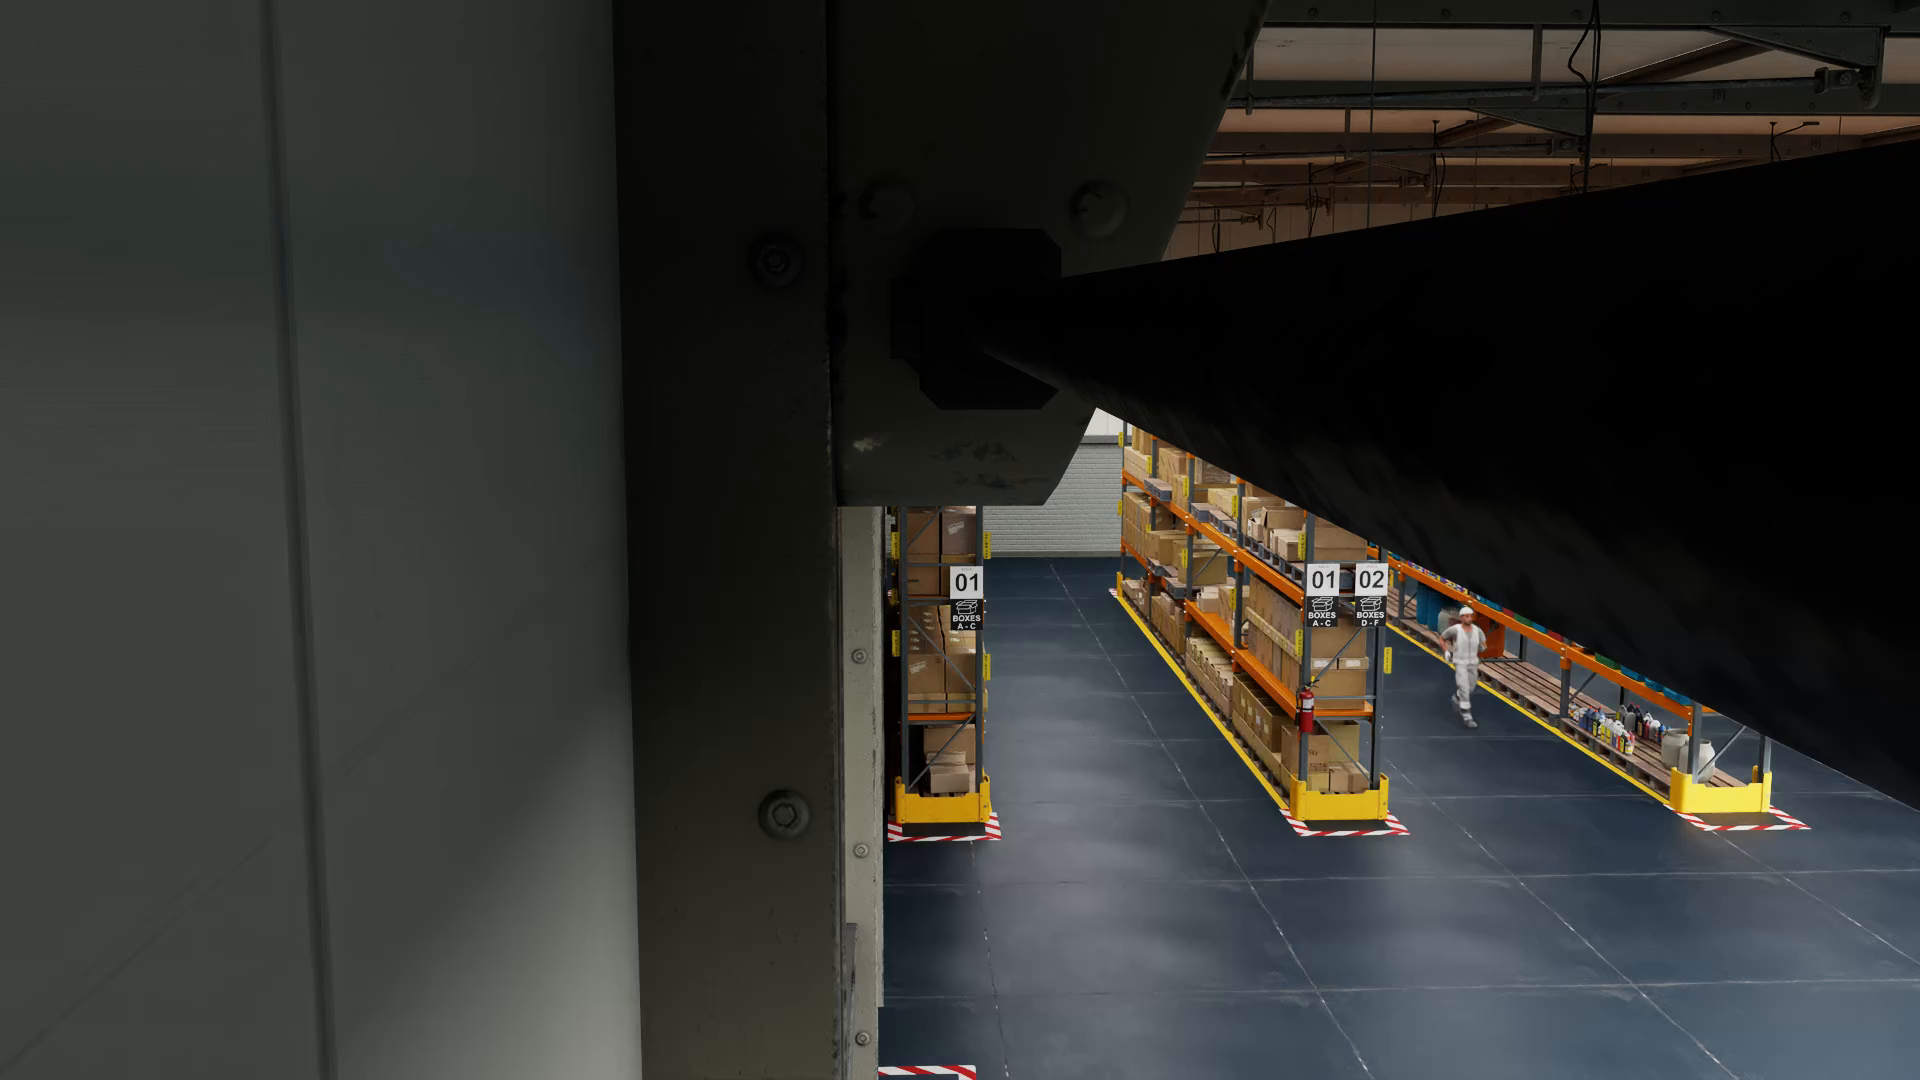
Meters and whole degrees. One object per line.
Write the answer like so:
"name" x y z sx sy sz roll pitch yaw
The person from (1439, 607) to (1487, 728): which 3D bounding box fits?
"person" 7.664 1.887 25.232 0.661 1.765 1.002 -2 8 -11
